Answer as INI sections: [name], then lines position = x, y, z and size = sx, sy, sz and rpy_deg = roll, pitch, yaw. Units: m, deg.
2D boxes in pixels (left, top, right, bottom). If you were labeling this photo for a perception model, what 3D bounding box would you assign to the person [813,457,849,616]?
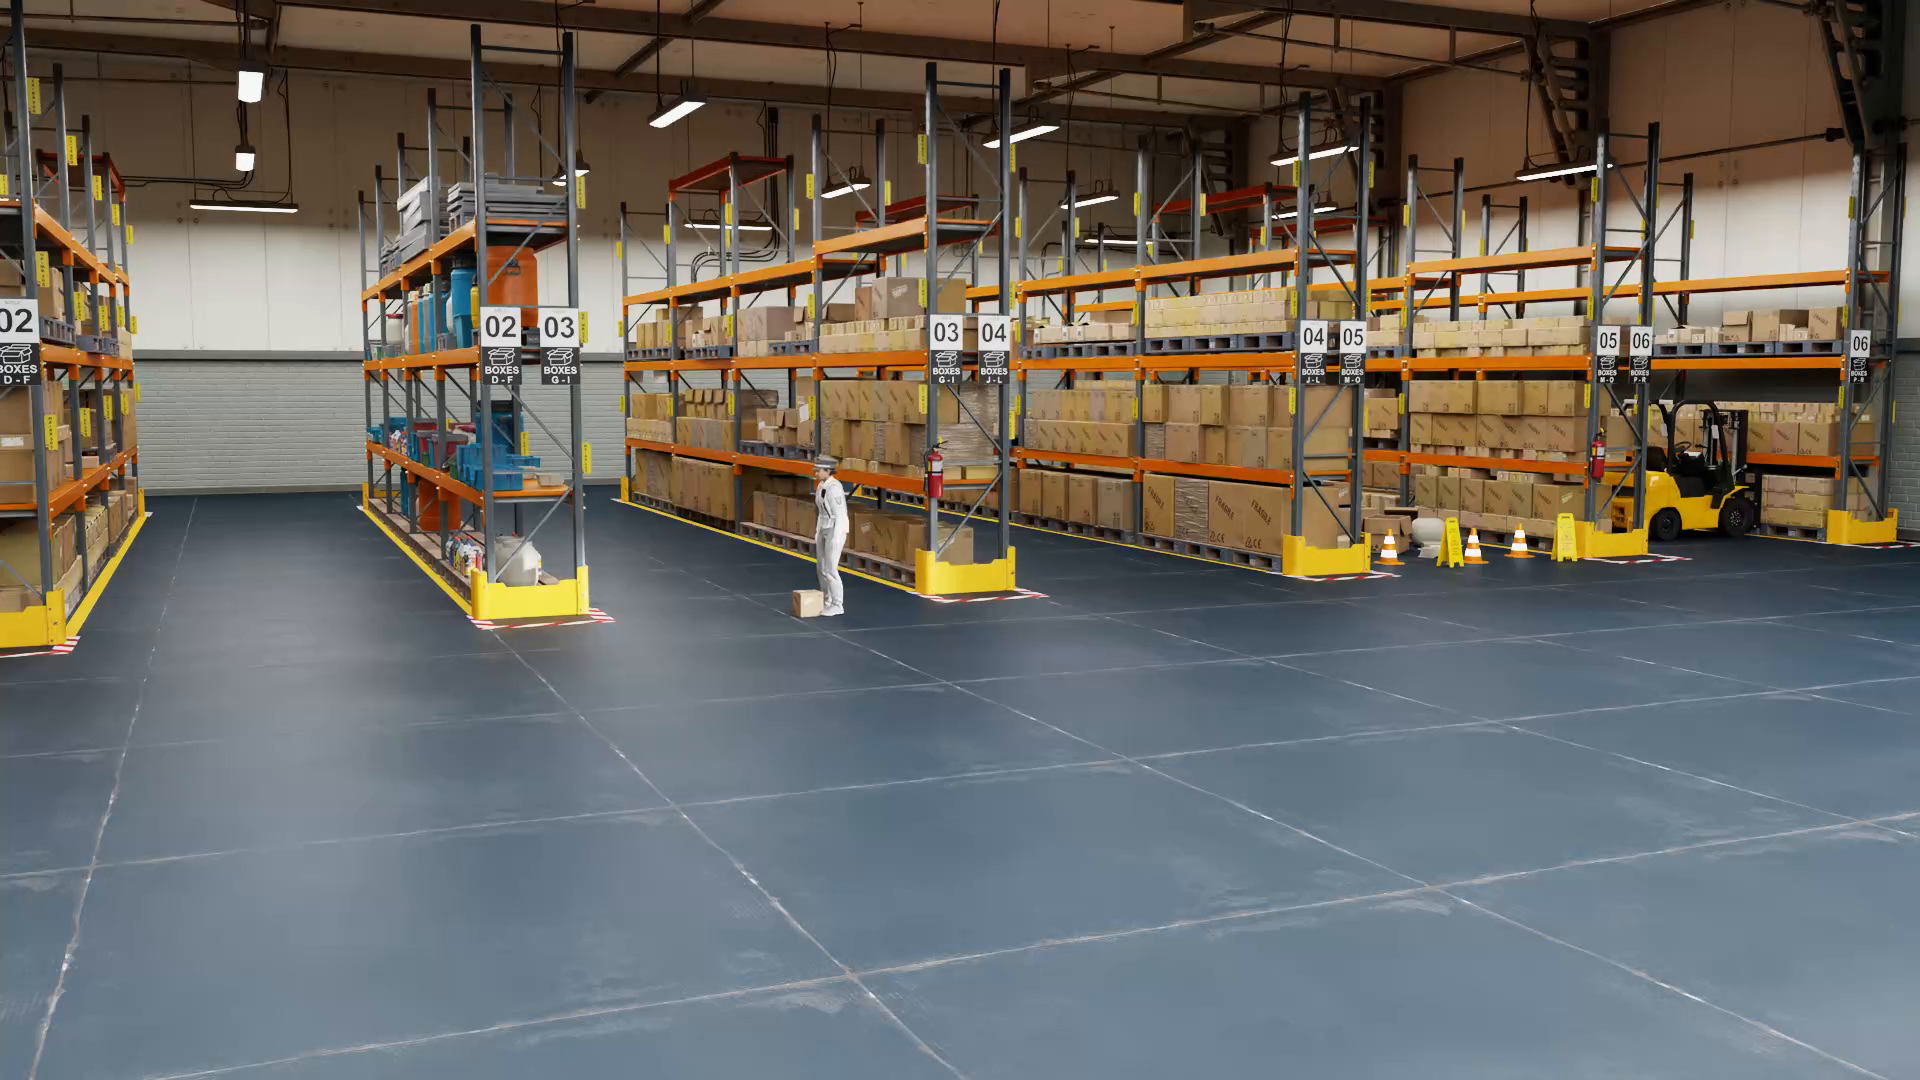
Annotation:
[person]
position = -1.375, -0.048, 17.489
size = 0.376, 1.662, 0.543
rpy_deg = -3, 6, -27
